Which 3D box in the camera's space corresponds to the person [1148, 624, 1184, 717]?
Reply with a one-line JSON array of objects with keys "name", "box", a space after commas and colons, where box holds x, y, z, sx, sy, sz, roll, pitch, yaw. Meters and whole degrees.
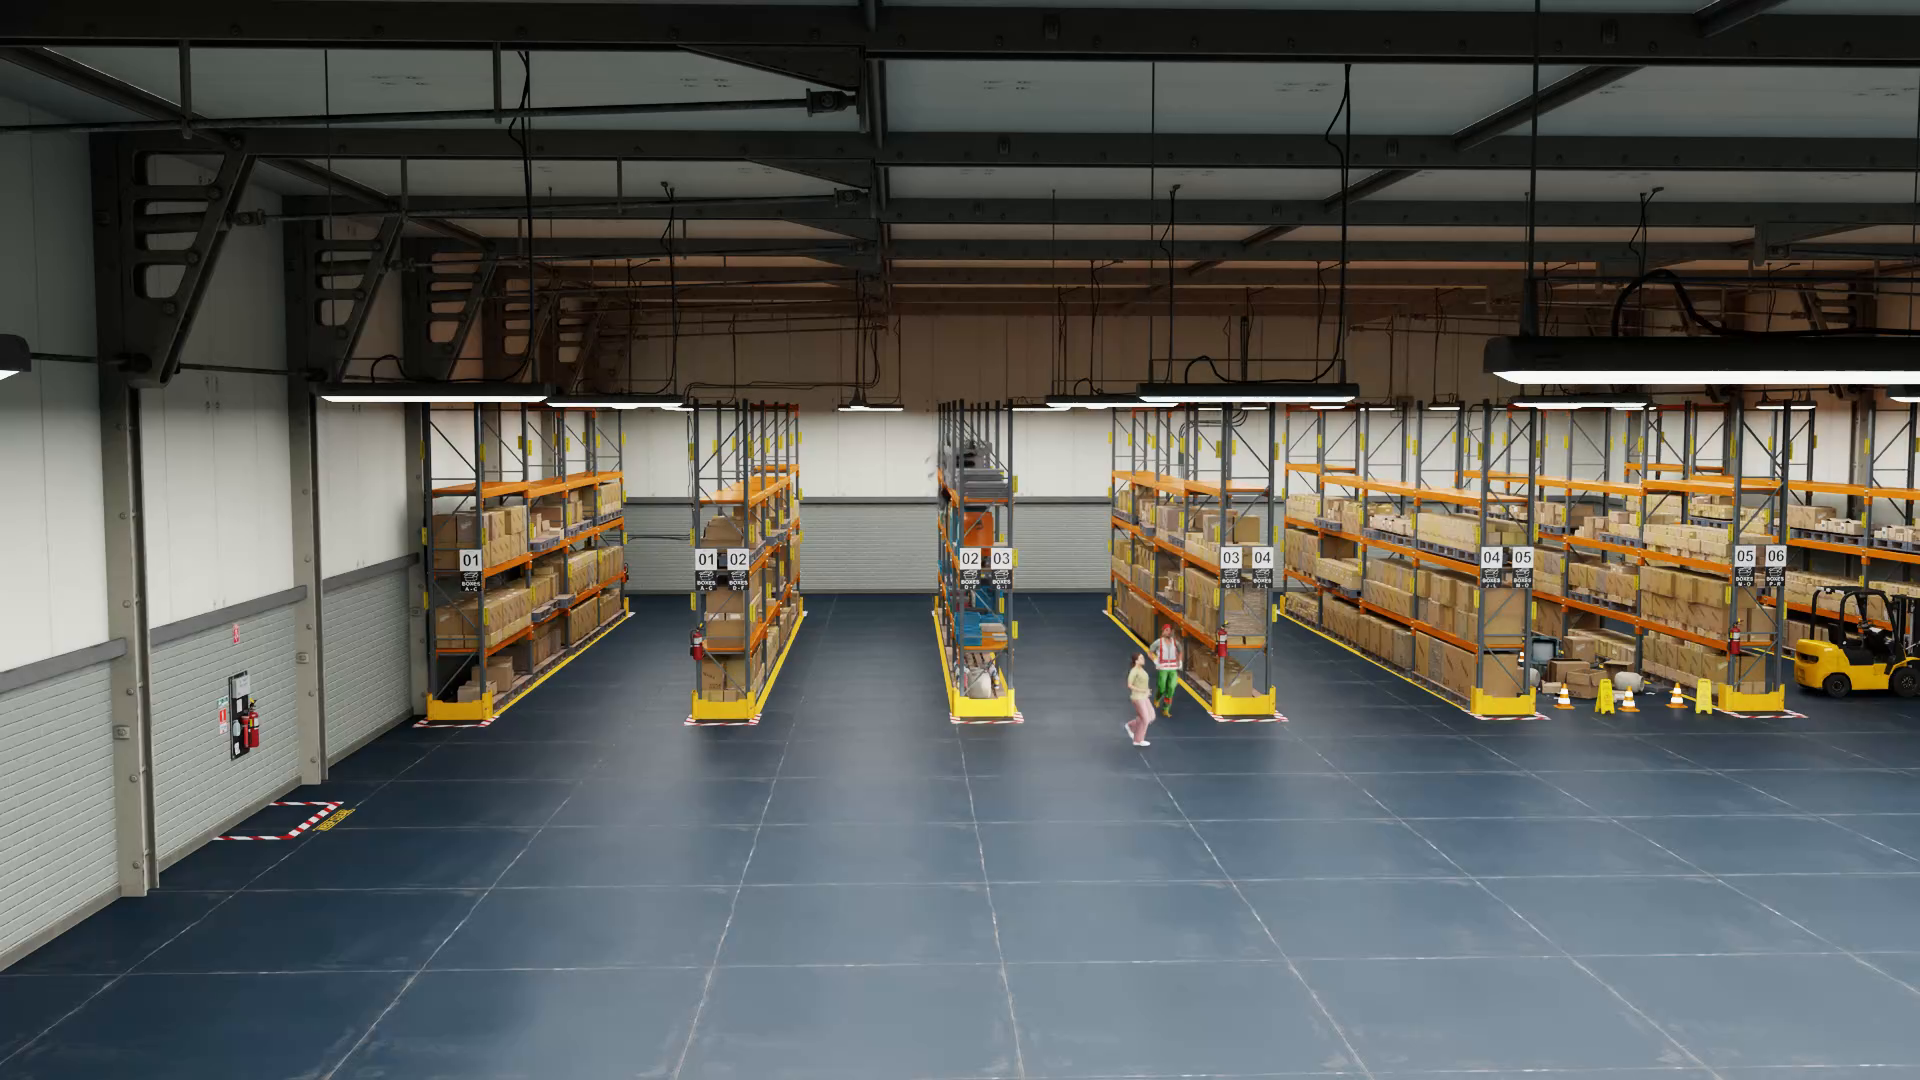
[{"name": "person", "box": [3.958, 2.469, 31.692, 0.705, 1.721, 0.762, -1, 4, -12]}]

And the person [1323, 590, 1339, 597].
[{"name": "person", "box": [10.738, 1.156, 48.499, 0.898, 1.771, 0.718, 4, 6, 40]}]

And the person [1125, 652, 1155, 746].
[{"name": "person", "box": [3.105, 2.734, 28.650, 0.509, 1.620, 0.577, 2, 5, 29]}]
